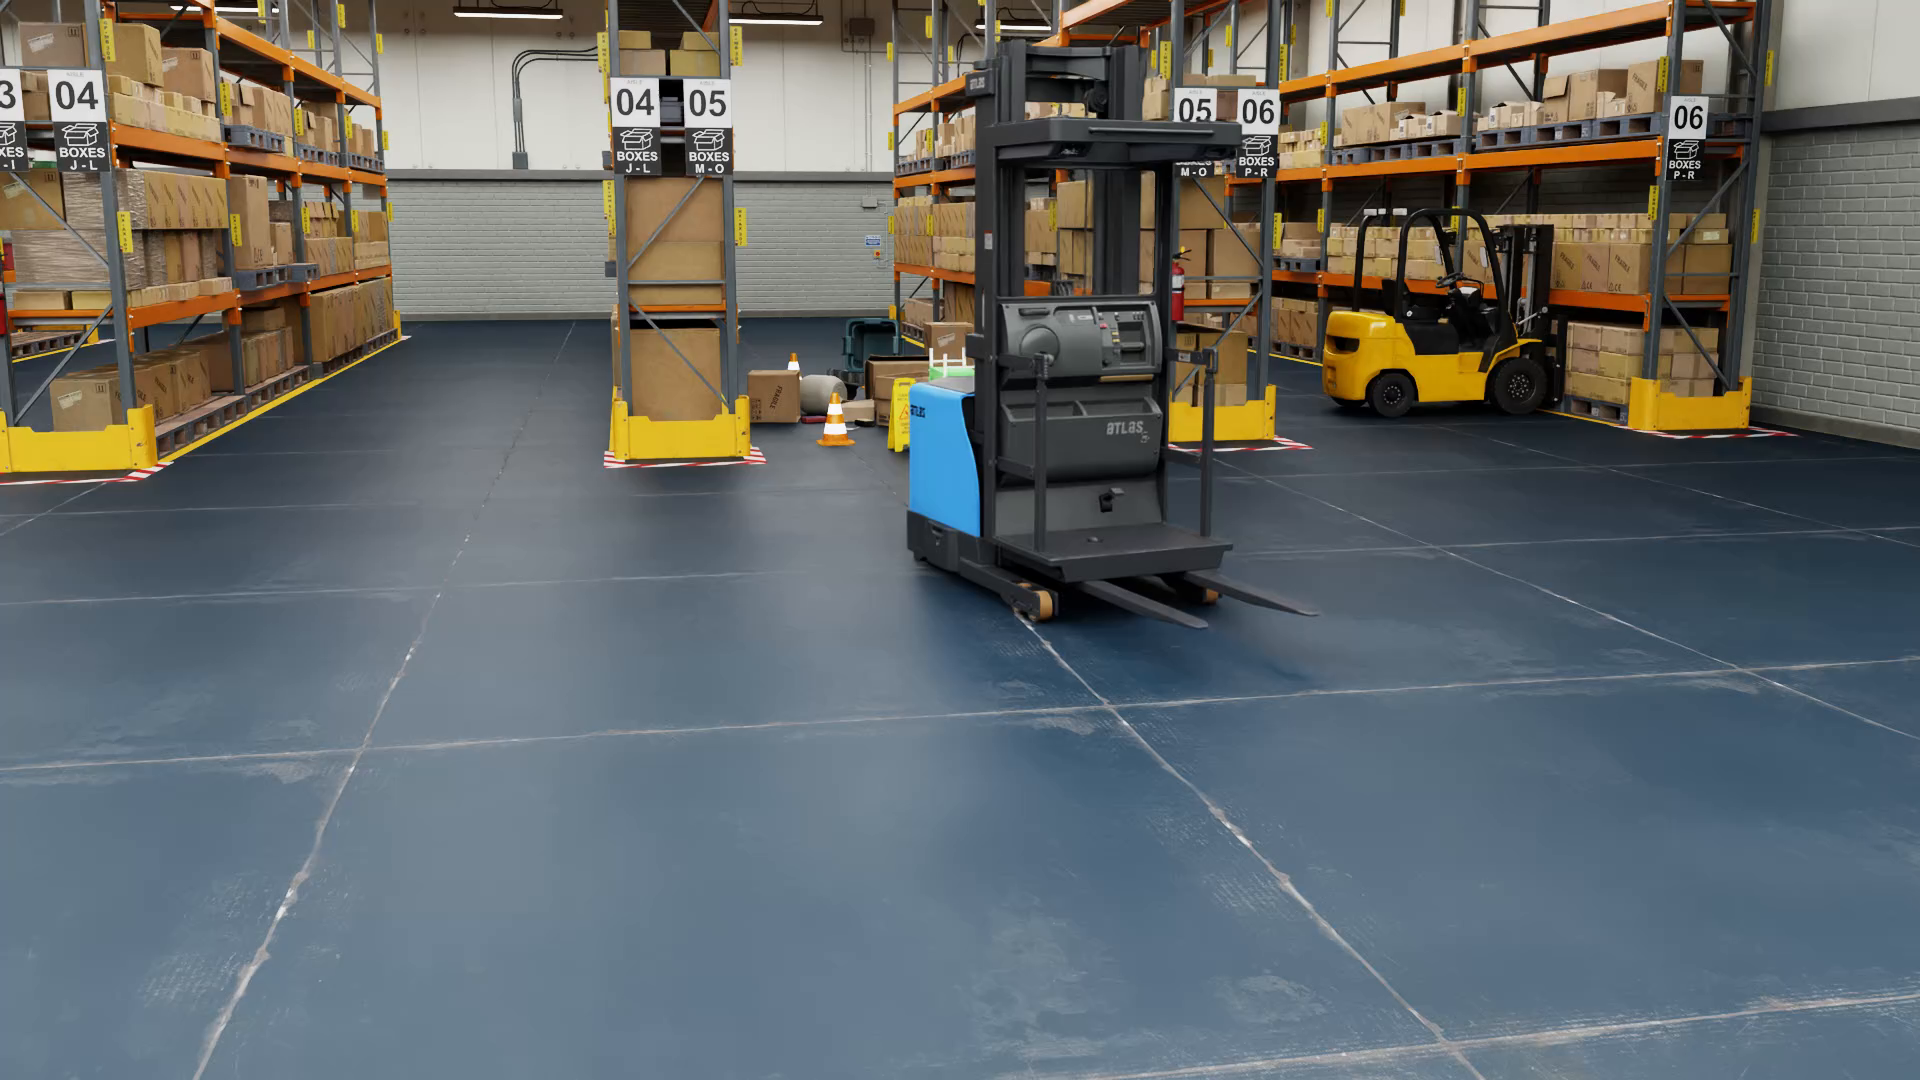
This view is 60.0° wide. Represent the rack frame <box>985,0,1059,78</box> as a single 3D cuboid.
[{"bbox_3d":[0.838,-6.835,22.542,1.000,3.000,0.127,-2,11,-11],"label":"rack frame"}]

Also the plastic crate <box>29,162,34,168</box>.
[{"bbox_3d":[-14.651,-5.789,25.773,0.437,0.136,0.530,-2,11,-11],"label":"plastic crate"}]

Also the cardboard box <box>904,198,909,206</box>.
[{"bbox_3d":[-0.792,-5.994,29.492,0.380,0.149,0.250,-2,11,-13],"label":"cardboard box"}]

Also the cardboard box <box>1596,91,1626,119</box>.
[{"bbox_3d":[6.754,-4.453,17.015,0.396,0.266,0.258,-2,11,-11],"label":"cardboard box"}]

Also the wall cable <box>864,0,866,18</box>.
[{"bbox_3d":[-3.127,-12.539,34.859,2.355,3.000,0.029,-2,11,-11],"label":"wall cable"}]

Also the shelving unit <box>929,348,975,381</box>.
[{"bbox_3d":[-0.032,-0.620,10.744,0.258,1.200,0.503,-2,11,-11],"label":"shelving unit"}]

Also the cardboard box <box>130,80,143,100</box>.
[{"bbox_3d":[-7.262,-3.861,14.271,0.380,0.149,0.250,-2,11,-9],"label":"cardboard box"}]

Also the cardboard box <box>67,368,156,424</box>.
[{"bbox_3d":[-7.581,-1.263,14.870,0.500,0.500,0.500,1,11,4],"label":"cardboard box"}]

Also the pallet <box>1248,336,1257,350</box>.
[{"bbox_3d":[5.124,-3.285,27.394,1.003,0.211,1.213,-2,11,-11],"label":"pallet"}]

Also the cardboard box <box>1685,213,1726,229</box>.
[{"bbox_3d":[7.407,-3.186,16.613,0.380,0.149,0.250,-2,11,-12],"label":"cardboard box"}]

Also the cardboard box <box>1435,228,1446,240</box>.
[{"bbox_3d":[6.132,-3.805,20.663,0.380,0.149,0.250,-2,11,-12],"label":"cardboard box"}]

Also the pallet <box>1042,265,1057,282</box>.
[{"bbox_3d":[1.610,-3.206,20.031,1.003,0.211,1.213,-2,11,-11],"label":"pallet"}]

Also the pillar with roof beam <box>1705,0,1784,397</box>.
[{"bbox_3d":[3.788,-5.553,15.806,9.100,9.000,0.400,-2,11,-11],"label":"pillar with roof beam"}]

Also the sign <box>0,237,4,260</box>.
[{"bbox_3d":[-13.979,-4.237,24.195,0.100,0.325,0.005,-2,11,-11],"label":"sign"}]

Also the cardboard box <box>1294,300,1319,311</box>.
[{"bbox_3d":[5.271,-3.547,25.136,0.380,0.149,0.250,-2,11,-13],"label":"cardboard box"}]

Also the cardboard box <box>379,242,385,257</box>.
[{"bbox_3d":[-9.986,-4.895,28.000,0.500,0.250,0.500,-2,11,-12],"label":"cardboard box"}]

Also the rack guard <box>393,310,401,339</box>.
[{"bbox_3d":[-10.443,-3.772,29.175,1.175,0.500,0.348,-2,11,-11],"label":"rack guard"}]

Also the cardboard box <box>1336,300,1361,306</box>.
[{"bbox_3d":[5.886,-3.523,25.012,0.380,0.149,0.250,-2,11,-9],"label":"cardboard box"}]

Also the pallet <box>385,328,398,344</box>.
[{"bbox_3d":[-10.206,-3.481,28.424,1.003,0.211,1.213,-2,11,-11],"label":"pallet"}]

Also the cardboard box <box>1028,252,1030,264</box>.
[{"bbox_3d":[1.061,-3.510,20.662,0.380,0.149,0.250,-2,11,-11],"label":"cardboard box"}]

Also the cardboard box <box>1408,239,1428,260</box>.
[{"bbox_3d":[6.031,-3.683,21.087,0.500,0.250,0.500,-2,11,-12],"label":"cardboard box"}]

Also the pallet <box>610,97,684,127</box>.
[{"bbox_3d":[-2.596,-3.788,14.792,1.003,0.211,1.213,-2,11,-11],"label":"pallet"}]

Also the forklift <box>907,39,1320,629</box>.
[{"bbox_3d":[0.748,-1.112,8.700,1.130,2.935,3.031,-5,12,-24],"label":"forklift"}]

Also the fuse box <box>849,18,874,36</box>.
[{"bbox_3d":[-2.080,-10.894,35.307,0.513,0.334,0.176,-2,11,-11],"label":"fuse box"}]

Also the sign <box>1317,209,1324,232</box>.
[{"bbox_3d":[5.176,-4.578,23.842,0.100,0.325,0.005,-2,11,-11],"label":"sign"}]

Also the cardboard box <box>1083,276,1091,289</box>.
[{"bbox_3d":[1.559,-2.823,18.179,0.380,0.149,0.250,-2,11,-9],"label":"cardboard box"}]

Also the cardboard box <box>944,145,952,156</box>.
[{"bbox_3d":[-0.037,-5.942,25.374,0.380,0.166,0.250,-3,11,-15],"label":"cardboard box"}]

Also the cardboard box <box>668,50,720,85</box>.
[{"bbox_3d":[-2.284,-4.122,14.522,0.500,0.250,0.500,-2,11,-11],"label":"cardboard box"}]

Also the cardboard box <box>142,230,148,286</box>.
[{"bbox_3d":[-7.621,-2.445,14.458,0.875,0.500,0.500,-2,11,-11],"label":"cardboard box"}]

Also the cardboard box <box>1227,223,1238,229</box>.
[{"bbox_3d":[4.803,-4.962,27.352,0.700,0.500,0.500,-2,11,-10],"label":"cardboard box"}]

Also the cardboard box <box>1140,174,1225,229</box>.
[{"bbox_3d":[2.081,-3.193,15.714,0.700,0.500,0.500,-2,11,-12],"label":"cardboard box"}]

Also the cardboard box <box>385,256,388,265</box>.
[{"bbox_3d":[-9.994,-4.771,28.412,0.380,0.149,0.250,-2,11,-10],"label":"cardboard box"}]

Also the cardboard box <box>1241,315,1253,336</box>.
[{"bbox_3d":[4.915,-3.587,27.084,0.500,0.500,0.500,-2,11,-12],"label":"cardboard box"}]

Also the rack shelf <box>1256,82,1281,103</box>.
[{"bbox_3d":[4.540,-7.762,29.343,1.077,0.370,4.000,-2,11,-11],"label":"rack shelf"}]

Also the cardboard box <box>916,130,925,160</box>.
[{"bbox_3d":[-0.473,-6.758,28.502,0.500,0.500,0.500,-2,11,-10],"label":"cardboard box"}]

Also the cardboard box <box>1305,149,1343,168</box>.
[{"bbox_3d":[5.369,-5.555,24.237,0.500,0.250,0.500,-2,11,-13],"label":"cardboard box"}]

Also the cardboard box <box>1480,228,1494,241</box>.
[{"bbox_3d":[6.340,-3.588,19.524,0.380,0.149,0.250,-2,11,-10],"label":"cardboard box"}]

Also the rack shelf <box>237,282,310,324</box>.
[{"bbox_3d":[-8.493,-2.808,19.350,1.077,0.370,4.000,-2,11,-11],"label":"rack shelf"}]

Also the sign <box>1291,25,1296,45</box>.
[{"bbox_3d":[5.472,-8.308,27.358,0.100,0.325,0.005,-2,11,-11],"label":"sign"}]

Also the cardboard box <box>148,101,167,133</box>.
[{"bbox_3d":[-7.365,-3.744,14.722,0.500,0.250,0.500,-2,11,-11],"label":"cardboard box"}]

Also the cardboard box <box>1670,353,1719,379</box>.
[{"bbox_3d":[7.375,-1.797,17.010,0.500,0.250,0.500,-2,11,-10],"label":"cardboard box"}]

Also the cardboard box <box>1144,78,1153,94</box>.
[{"bbox_3d":[1.959,-4.309,15.831,0.380,0.149,0.250,-2,11,-12],"label":"cardboard box"}]

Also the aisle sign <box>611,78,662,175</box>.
[{"bbox_3d":[-2.722,-3.476,13.982,0.394,0.787,0.004,-2,11,-11],"label":"aisle sign"}]

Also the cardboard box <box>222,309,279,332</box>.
[{"bbox_3d":[-8.609,-2.666,20.183,0.500,0.250,0.500,-1,11,-5],"label":"cardboard box"}]

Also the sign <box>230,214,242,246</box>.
[{"bbox_3d":[-7.574,-3.241,17.385,0.100,0.325,0.005,-2,11,-11],"label":"sign"}]

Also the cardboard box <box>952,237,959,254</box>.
[{"bbox_3d":[0.171,-4.422,24.972,0.500,0.250,0.500,-2,11,-13],"label":"cardboard box"}]

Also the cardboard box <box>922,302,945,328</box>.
[{"bbox_3d":[-0.131,-3.853,28.646,0.875,0.438,0.875,-2,11,-13],"label":"cardboard box"}]

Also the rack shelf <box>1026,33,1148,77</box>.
[{"bbox_3d":[1.227,-5.919,20.720,1.077,0.370,4.000,-2,11,-11],"label":"rack shelf"}]

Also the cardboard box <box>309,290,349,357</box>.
[{"bbox_3d":[-9.162,-2.982,22.899,1.225,0.875,0.875,-2,11,-11],"label":"cardboard box"}]

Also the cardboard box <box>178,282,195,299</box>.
[{"bbox_3d":[-7.497,-2.367,15.780,0.380,0.149,0.250,-2,11,-11],"label":"cardboard box"}]

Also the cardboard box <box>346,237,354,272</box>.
[{"bbox_3d":[-9.301,-4.235,24.656,0.500,0.500,0.500,-2,11,-11],"label":"cardboard box"}]

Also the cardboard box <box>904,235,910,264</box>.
[{"bbox_3d":[-0.699,-5.121,29.310,0.500,0.500,0.500,-2,11,-11],"label":"cardboard box"}]

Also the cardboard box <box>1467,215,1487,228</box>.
[{"bbox_3d":[6.256,-3.781,19.739,0.380,0.149,0.250,-2,11,-10],"label":"cardboard box"}]
